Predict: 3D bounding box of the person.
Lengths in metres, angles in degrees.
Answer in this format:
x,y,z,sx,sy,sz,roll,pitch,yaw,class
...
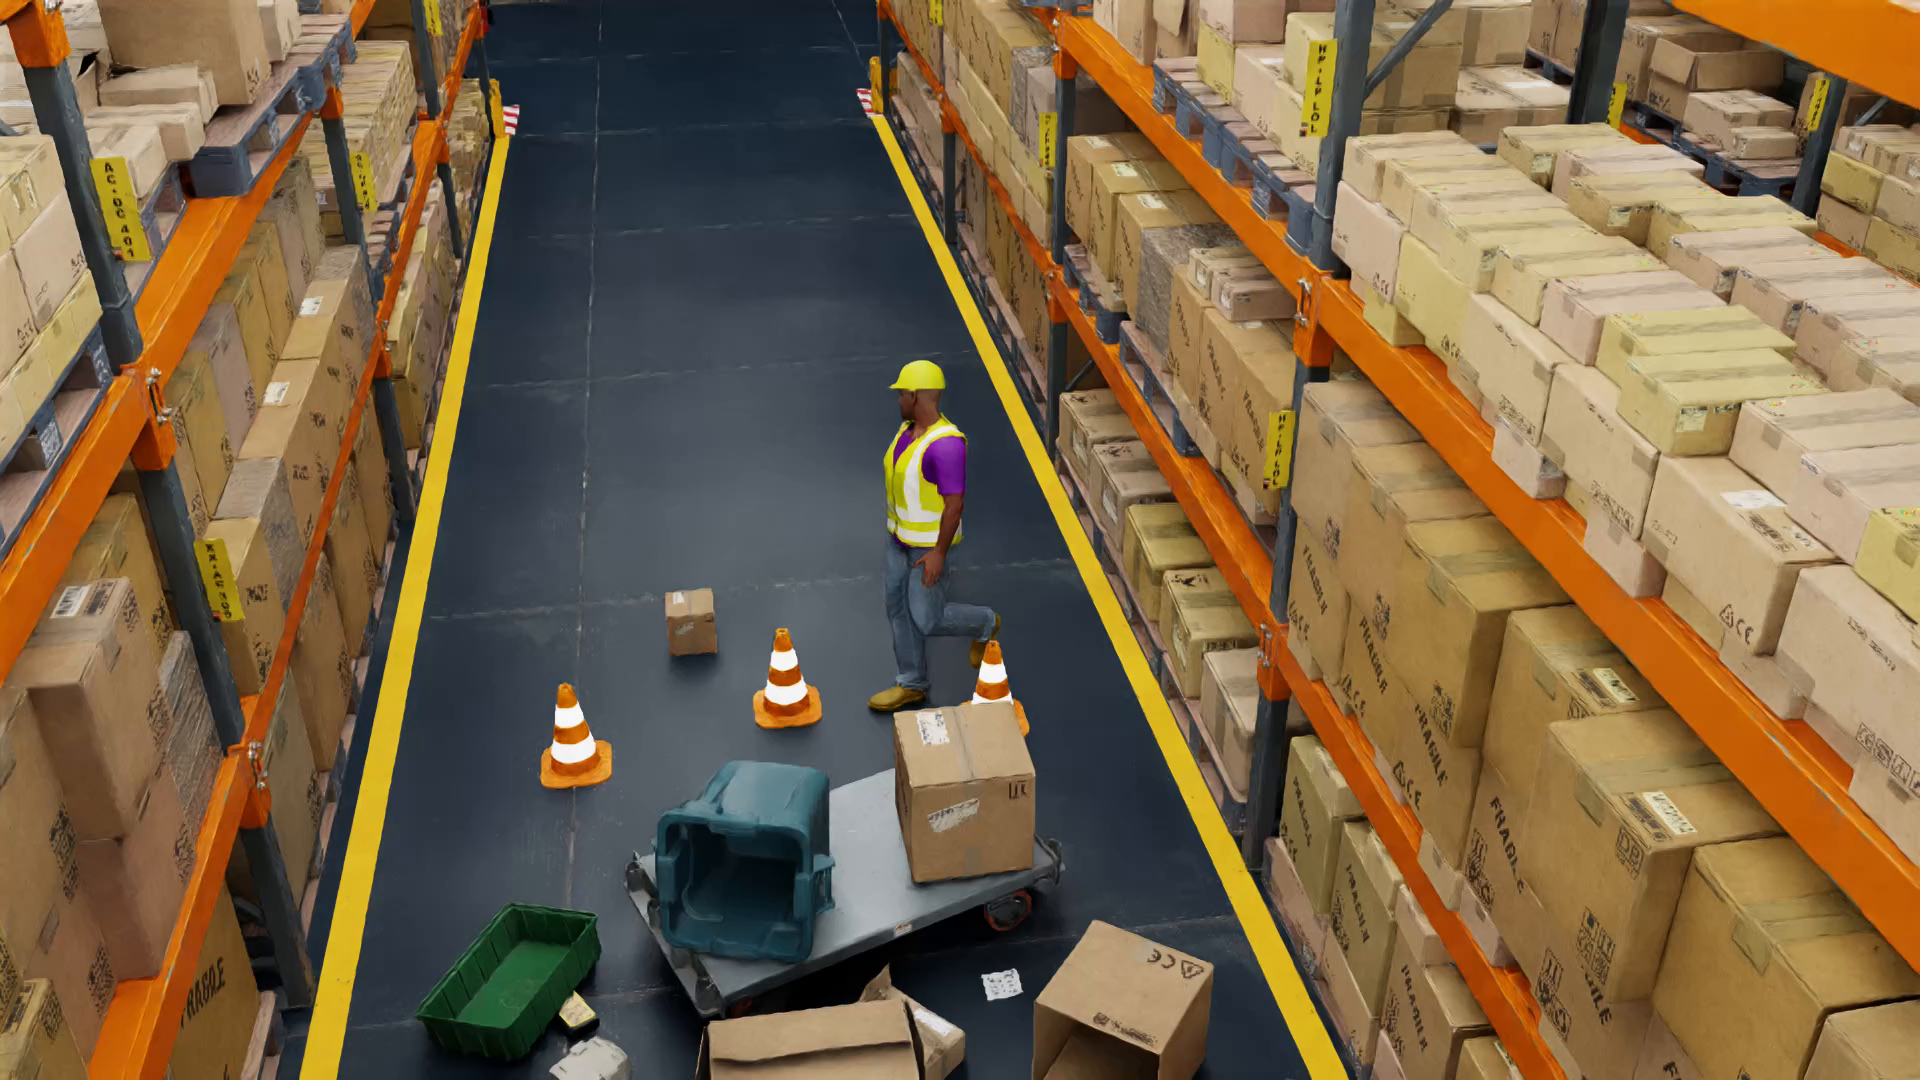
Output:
x,y,z,sx,sy,sz,roll,pitch,yaw,class
-0.180,-0.025,8.197,0.766,1.717,0.631,-16,34,-25,person
